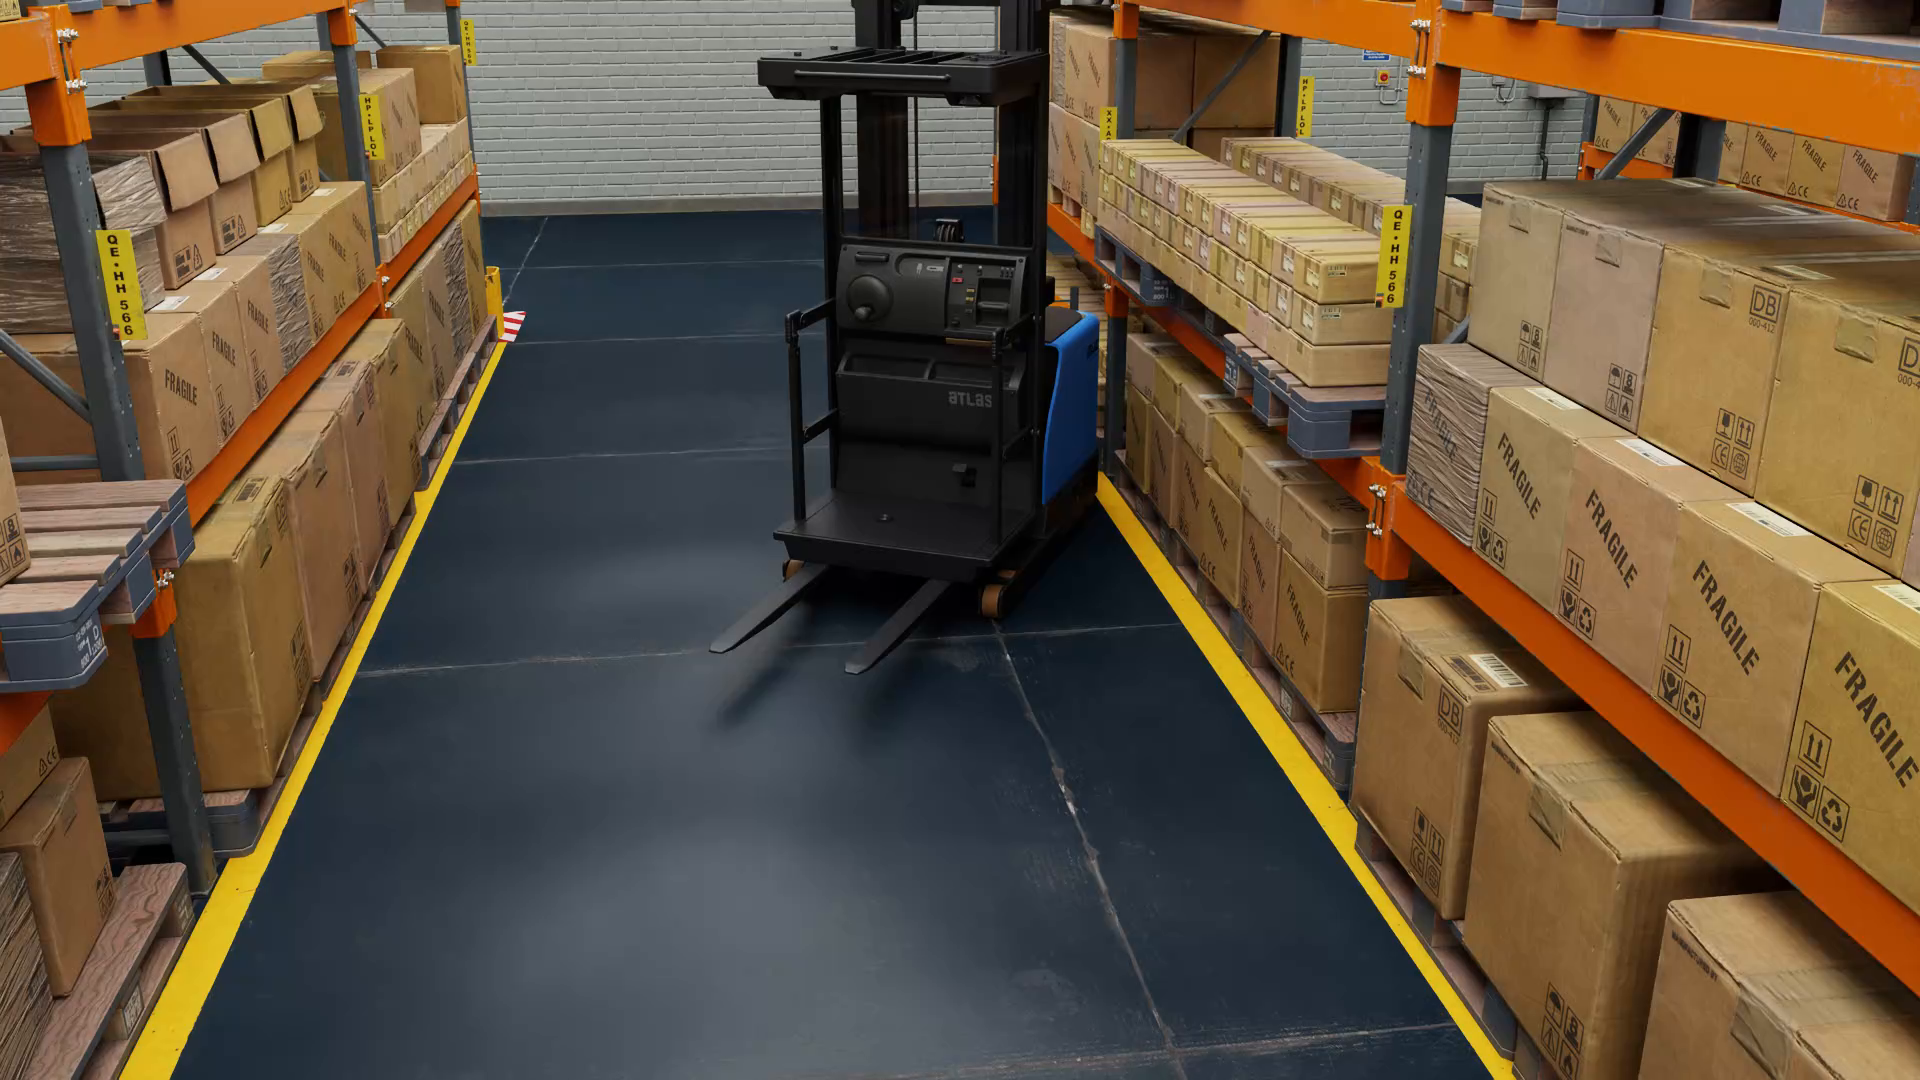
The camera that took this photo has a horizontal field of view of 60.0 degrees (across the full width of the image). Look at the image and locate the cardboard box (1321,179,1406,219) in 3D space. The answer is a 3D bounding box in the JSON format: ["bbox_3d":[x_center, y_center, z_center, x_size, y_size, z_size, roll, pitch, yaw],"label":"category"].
[{"bbox_3d":[1.822,-1.496,7.343,0.380,0.149,0.250,-3,21,-9],"label":"cardboard box"}]

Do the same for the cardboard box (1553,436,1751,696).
[{"bbox_3d":[1.866,0.046,4.163,0.500,0.500,0.500,-3,21,-8],"label":"cardboard box"}]

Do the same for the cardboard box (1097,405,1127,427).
[{"bbox_3d":[0.950,-0.792,10.023,0.380,0.149,0.250,-3,21,-7],"label":"cardboard box"}]

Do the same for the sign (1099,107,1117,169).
[{"bbox_3d":[0.808,-2.187,9.048,0.100,0.325,0.005,-3,21,-8],"label":"sign"}]

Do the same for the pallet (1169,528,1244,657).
[{"bbox_3d":[1.636,0.187,7.913,1.003,0.211,1.213,-3,21,-8],"label":"pallet"}]

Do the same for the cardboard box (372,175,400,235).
[{"bbox_3d":[-3.388,-1.842,9.149,0.500,0.250,0.500,-3,21,-9],"label":"cardboard box"}]

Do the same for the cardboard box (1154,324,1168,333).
[{"bbox_3d":[1.433,-1.265,10.440,0.380,0.149,0.250,-3,21,-9],"label":"cardboard box"}]

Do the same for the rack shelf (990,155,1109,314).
[{"bbox_3d":[1.055,-2.167,11.260,1.077,0.370,4.000,-3,21,-8],"label":"rack shelf"}]

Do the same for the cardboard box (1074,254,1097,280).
[{"bbox_3d":[1.073,-2.076,12.612,0.380,0.149,0.250,-3,21,-7],"label":"cardboard box"}]

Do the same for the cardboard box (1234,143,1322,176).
[{"bbox_3d":[1.634,-1.947,8.552,0.380,0.149,0.250,-4,21,-9],"label":"cardboard box"}]

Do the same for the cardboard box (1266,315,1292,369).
[{"bbox_3d":[1.360,-0.740,6.168,0.380,0.149,0.250,-3,21,-8],"label":"cardboard box"}]

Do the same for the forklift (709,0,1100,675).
[{"bbox_3d":[-0.212,-1.167,7.651,1.130,2.935,3.031,7,22,18],"label":"forklift"}]

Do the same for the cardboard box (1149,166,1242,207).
[{"bbox_3d":[1.097,-1.650,7.755,0.380,0.149,0.250,-3,21,-8],"label":"cardboard box"}]

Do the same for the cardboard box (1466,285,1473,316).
[{"bbox_3d":[2.049,-0.823,5.965,0.380,0.149,0.250,-2,21,-5],"label":"cardboard box"}]

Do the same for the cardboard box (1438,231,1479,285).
[{"bbox_3d":[2.004,-1.047,6.142,0.380,0.149,0.250,-3,21,-9],"label":"cardboard box"}]

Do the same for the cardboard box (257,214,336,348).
[{"bbox_3d":[-3.095,-1.143,7.347,0.500,0.500,0.500,-3,21,-8],"label":"cardboard box"}]

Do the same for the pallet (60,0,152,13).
[{"bbox_3d":[-3.148,-1.749,5.094,1.213,0.211,1.003,-2,21,-5],"label":"pallet"}]

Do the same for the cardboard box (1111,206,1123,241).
[{"bbox_3d":[0.991,-1.636,8.567,0.380,0.149,0.250,-3,21,-7],"label":"cardboard box"}]

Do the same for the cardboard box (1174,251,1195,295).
[{"bbox_3d":[1.172,-1.192,7.380,0.380,0.149,0.250,-4,21,-10],"label":"cardboard box"}]

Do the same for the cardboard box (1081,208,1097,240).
[{"bbox_3d":[0.926,-1.865,9.781,0.380,0.149,0.250,-3,21,-9],"label":"cardboard box"}]

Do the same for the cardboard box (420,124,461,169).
[{"bbox_3d":[-3.751,-2.721,11.502,0.500,0.250,0.500,-3,21,-9],"label":"cardboard box"}]

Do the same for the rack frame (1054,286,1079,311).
[{"bbox_3d":[0.416,-0.875,9.451,0.500,1.125,0.032,-4,21,-10],"label":"rack frame"}]

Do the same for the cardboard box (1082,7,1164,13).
[{"bbox_3d":[1.152,-3.530,11.883,0.500,0.500,0.500,-4,21,-10],"label":"cardboard box"}]

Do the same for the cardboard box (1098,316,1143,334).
[{"bbox_3d":[0.955,-1.328,10.608,0.380,0.149,0.250,-2,21,-6],"label":"cardboard box"}]

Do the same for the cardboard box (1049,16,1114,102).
[{"bbox_3d":[0.778,-3.151,10.868,0.500,0.500,0.500,-4,21,-9],"label":"cardboard box"}]

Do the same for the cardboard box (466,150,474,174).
[{"bbox_3d":[-3.779,-2.757,12.170,0.380,0.149,0.250,-3,21,-7],"label":"cardboard box"}]

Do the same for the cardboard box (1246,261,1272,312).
[{"bbox_3d":[1.318,-0.977,6.378,0.380,0.149,0.250,-2,21,-6],"label":"cardboard box"}]

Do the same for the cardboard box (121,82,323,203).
[{"bbox_3d":[-3.479,-1.893,7.920,0.797,0.503,0.637,-3,21,-9],"label":"cardboard box"}]

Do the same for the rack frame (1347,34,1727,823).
[{"bbox_3d":[1.920,-0.427,5.572,1.000,3.000,0.127,-3,21,-8],"label":"rack frame"}]

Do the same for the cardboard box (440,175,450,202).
[{"bbox_3d":[-3.592,-2.314,10.983,0.380,0.149,0.250,-3,21,-8],"label":"cardboard box"}]

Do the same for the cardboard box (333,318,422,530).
[{"bbox_3d":[-3.467,-0.577,8.412,1.225,0.875,0.875,-3,21,-8],"label":"cardboard box"}]

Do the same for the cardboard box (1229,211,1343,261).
[{"bbox_3d":[1.282,-1.201,6.554,0.380,0.149,0.250,-2,21,-6],"label":"cardboard box"}]

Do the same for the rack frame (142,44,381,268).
[{"bbox_3d":[-3.579,-1.597,8.704,1.000,3.000,0.127,-3,21,-8],"label":"rack frame"}]

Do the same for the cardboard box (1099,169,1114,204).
[{"bbox_3d":[0.945,-1.871,8.771,0.380,0.149,0.250,-3,21,-7],"label":"cardboard box"}]

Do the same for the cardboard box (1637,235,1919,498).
[{"bbox_3d":[2.125,-0.434,4.018,0.700,0.500,0.500,-3,21,-9],"label":"cardboard box"}]

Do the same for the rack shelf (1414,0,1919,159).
[{"bbox_3d":[2.209,-0.803,3.319,1.077,0.370,4.000,-3,21,-8],"label":"rack shelf"}]

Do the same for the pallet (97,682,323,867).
[{"bbox_3d":[-3.042,0.818,6.225,1.003,0.211,1.213,-3,21,-8],"label":"pallet"}]

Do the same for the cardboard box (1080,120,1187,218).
[{"bbox_3d":[0.994,-2.151,9.621,0.500,0.500,0.500,-3,21,-8],"label":"cardboard box"}]

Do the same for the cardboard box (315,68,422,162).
[{"bbox_3d":[-3.538,-2.547,9.965,0.500,0.500,0.500,-4,21,-9],"label":"cardboard box"}]

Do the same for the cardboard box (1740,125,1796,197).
[{"bbox_3d":[5.741,-2.642,11.360,0.500,0.500,0.500,-3,21,-9],"label":"cardboard box"}]

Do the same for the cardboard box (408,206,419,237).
[{"bbox_3d":[-3.409,-1.871,9.798,0.380,0.149,0.250,-3,21,-9],"label":"cardboard box"}]

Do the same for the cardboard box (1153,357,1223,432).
[{"bbox_3d":[1.268,-0.735,8.299,0.500,0.250,0.500,-2,21,-6],"label":"cardboard box"}]

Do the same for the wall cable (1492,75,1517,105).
[{"bbox_3d":[6.217,-5.984,18.999,0.588,1.984,0.122,-3,21,-8],"label":"wall cable"}]

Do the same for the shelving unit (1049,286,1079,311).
[{"bbox_3d":[0.322,-1.050,9.919,0.538,1.125,1.048,-4,21,-10],"label":"shelving unit"}]

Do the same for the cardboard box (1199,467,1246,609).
[{"bbox_3d":[1.403,-0.030,7.480,0.500,0.500,0.500,-4,21,-10],"label":"cardboard box"}]

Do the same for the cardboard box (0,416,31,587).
[{"bbox_3d":[-2.706,-0.082,3.906,0.700,0.500,0.500,0,20,0],"label":"cardboard box"}]

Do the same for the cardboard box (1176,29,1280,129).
[{"bbox_3d":[1.520,-2.635,9.487,0.500,0.500,0.500,-2,21,-6],"label":"cardboard box"}]

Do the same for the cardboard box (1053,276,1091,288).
[{"bbox_3d":[0.723,-1.777,11.810,0.380,0.149,0.250,-2,21,-6],"label":"cardboard box"}]

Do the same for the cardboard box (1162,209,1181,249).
[{"bbox_3d":[1.139,-1.417,7.556,0.380,0.149,0.250,-3,21,-9],"label":"cardboard box"}]

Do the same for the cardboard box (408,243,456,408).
[{"bbox_3d":[-3.725,-1.342,10.459,0.875,0.875,0.875,-3,21,-8],"label":"cardboard box"}]

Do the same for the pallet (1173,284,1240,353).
[{"bbox_3d":[1.594,-1.020,7.435,1.003,0.211,1.213,-3,21,-8],"label":"pallet"}]

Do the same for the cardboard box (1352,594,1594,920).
[{"bbox_3d":[1.919,0.646,5.316,1.050,0.750,0.750,-3,21,-8],"label":"cardboard box"}]

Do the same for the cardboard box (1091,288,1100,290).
[{"bbox_3d":[1.139,-1.751,12.166,0.380,0.149,0.250,-3,21,-8],"label":"cardboard box"}]

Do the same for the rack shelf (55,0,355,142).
[{"bbox_3d":[-3.291,-1.972,6.451,1.077,0.370,4.000,-3,21,-8],"label":"rack shelf"}]
